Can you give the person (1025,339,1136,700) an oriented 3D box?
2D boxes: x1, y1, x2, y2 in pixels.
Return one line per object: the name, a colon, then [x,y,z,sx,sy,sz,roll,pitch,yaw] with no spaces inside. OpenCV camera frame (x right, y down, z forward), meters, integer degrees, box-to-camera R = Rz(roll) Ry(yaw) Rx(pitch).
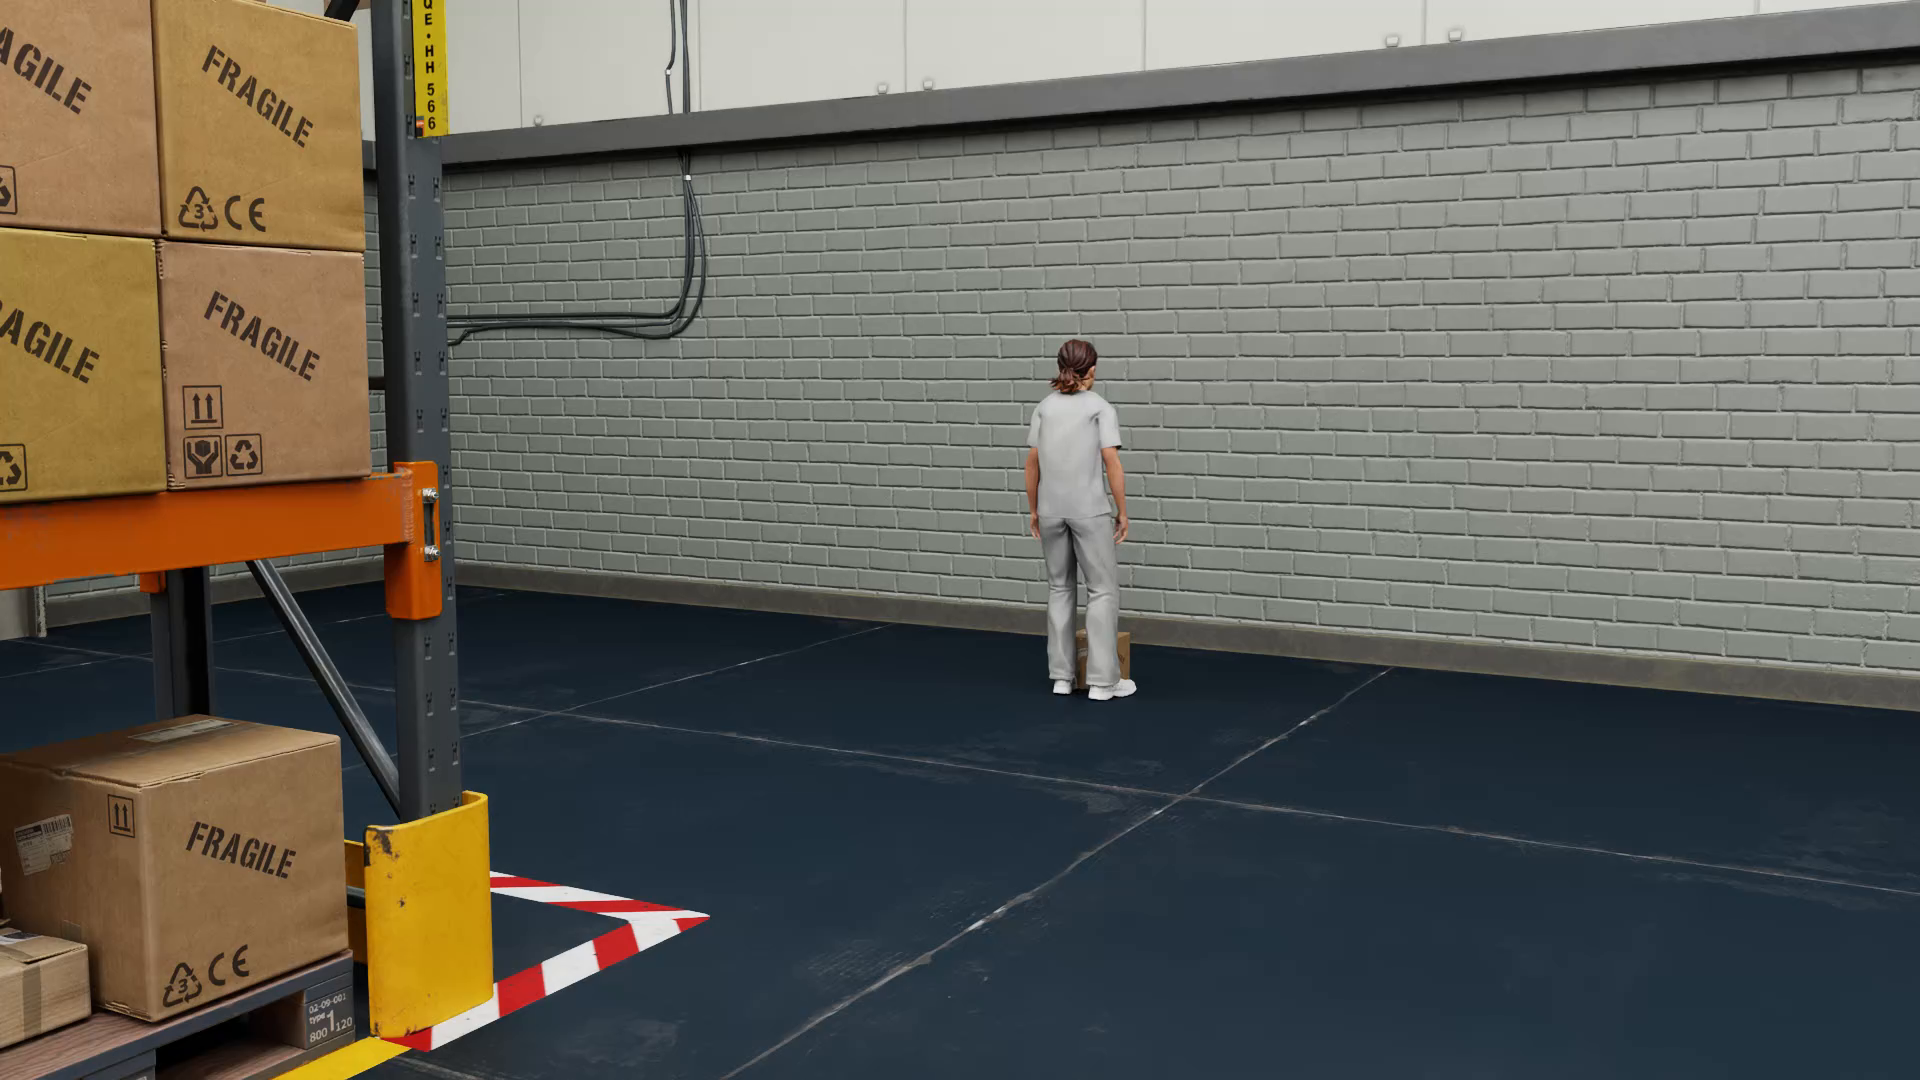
person: [0.562,-0.104,7.821,0.508,1.673,0.407,3,7,26]
